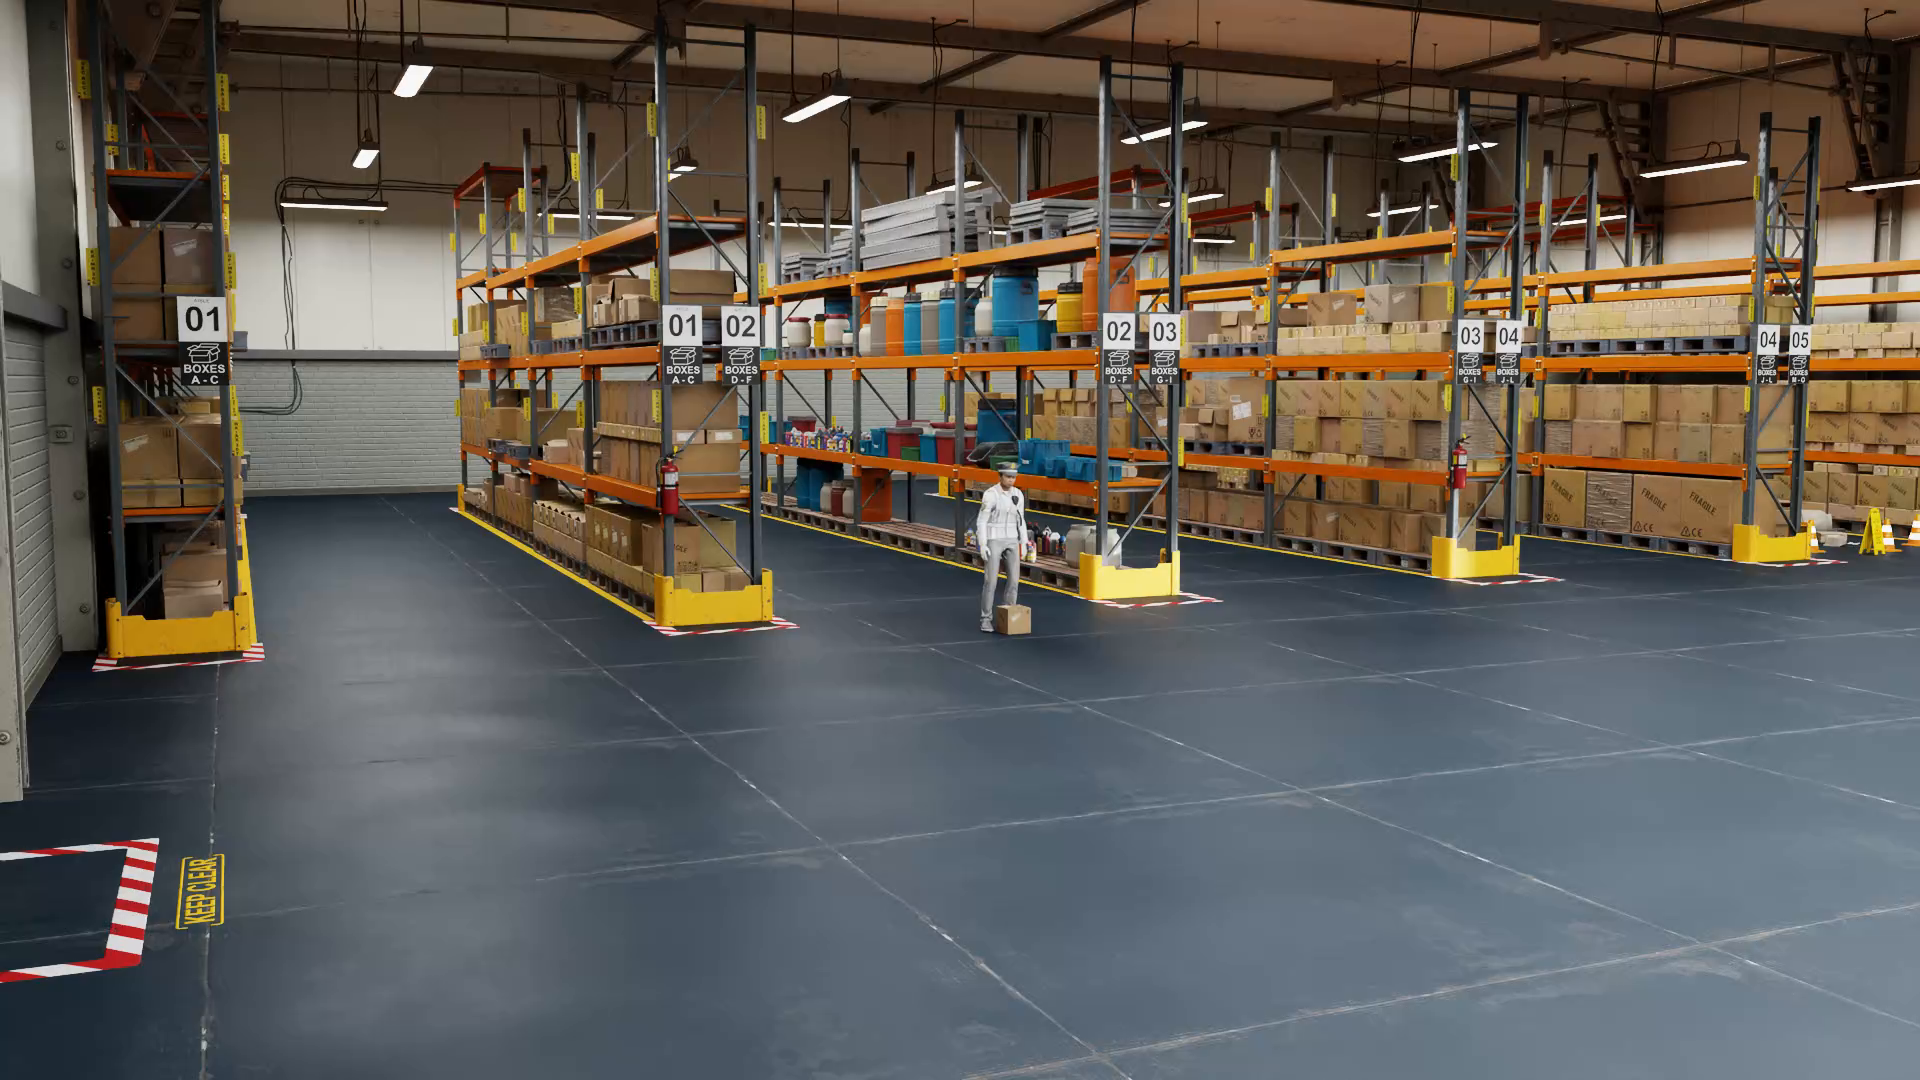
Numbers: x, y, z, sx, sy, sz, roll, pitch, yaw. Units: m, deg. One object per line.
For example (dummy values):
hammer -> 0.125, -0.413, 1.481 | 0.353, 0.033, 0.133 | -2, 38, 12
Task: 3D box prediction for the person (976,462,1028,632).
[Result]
person -> 0.429, 0.056, 16.399 | 0.535, 1.663, 0.404 | -3, 6, -24
